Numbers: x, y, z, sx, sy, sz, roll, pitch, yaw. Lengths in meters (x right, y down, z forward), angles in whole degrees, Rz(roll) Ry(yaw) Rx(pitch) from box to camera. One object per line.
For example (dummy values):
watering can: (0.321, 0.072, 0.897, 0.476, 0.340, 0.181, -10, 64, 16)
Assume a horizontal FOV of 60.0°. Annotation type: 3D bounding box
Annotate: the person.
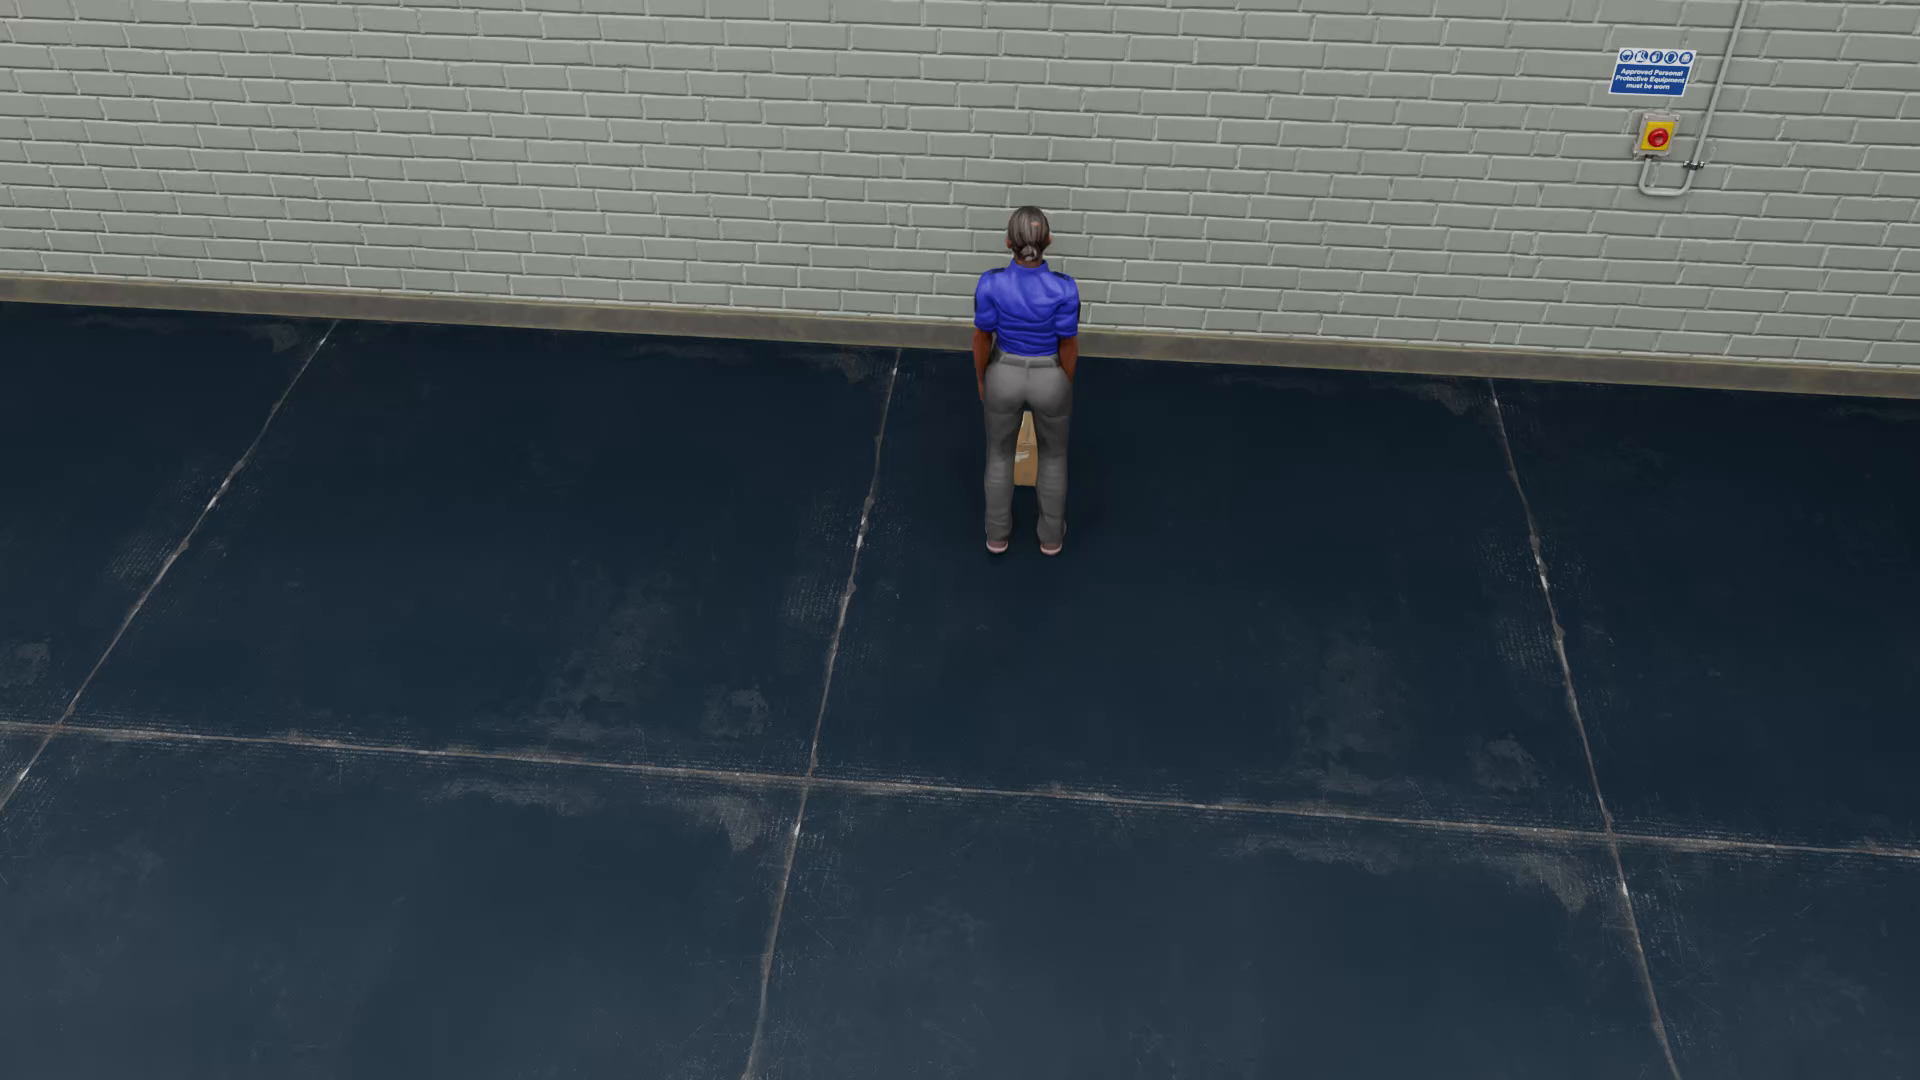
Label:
person: (0.268, -0.650, 6.931, 0.436, 1.656, 0.307, 4, 40, 5)
